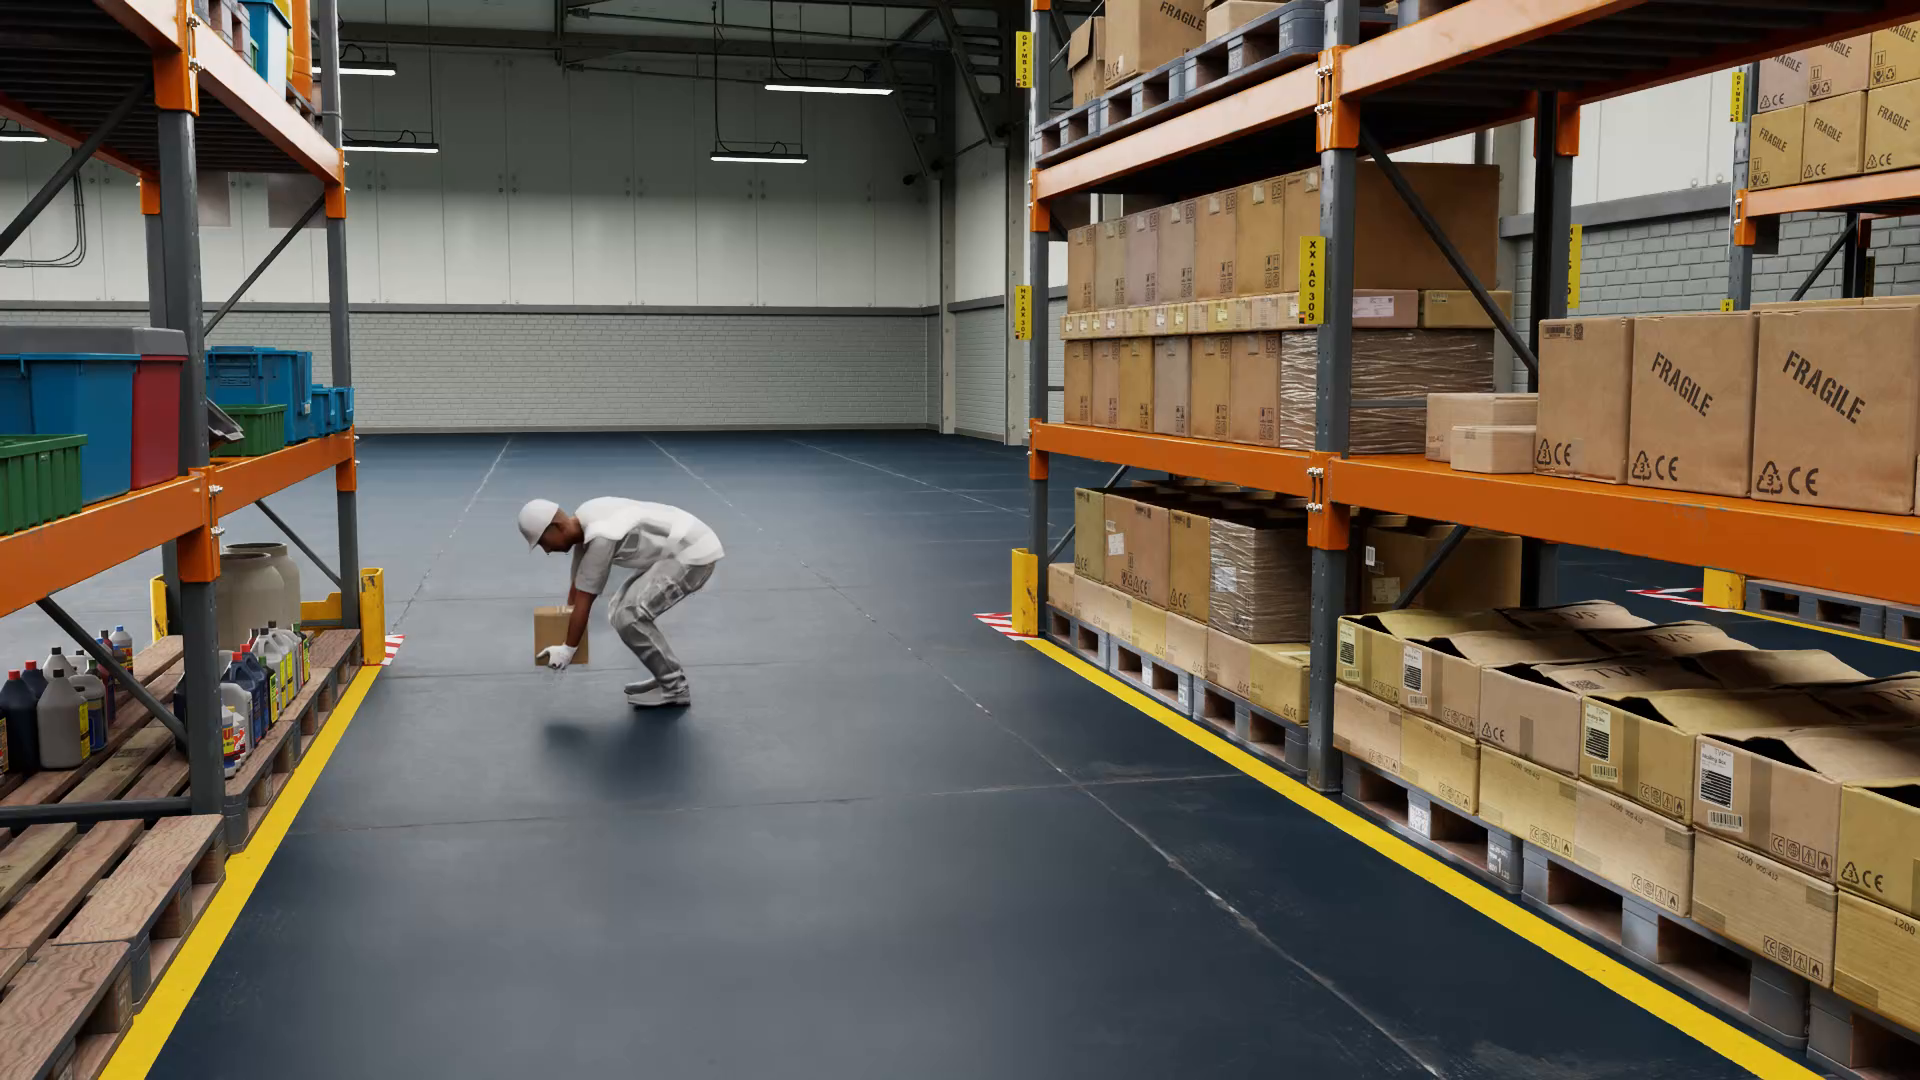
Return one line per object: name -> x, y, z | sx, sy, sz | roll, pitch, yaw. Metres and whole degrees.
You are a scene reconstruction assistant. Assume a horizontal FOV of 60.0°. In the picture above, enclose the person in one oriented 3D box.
person -> -1.648, 0.297, 8.135 | 0.976, 1.017, 0.548 | -2, 6, -16
